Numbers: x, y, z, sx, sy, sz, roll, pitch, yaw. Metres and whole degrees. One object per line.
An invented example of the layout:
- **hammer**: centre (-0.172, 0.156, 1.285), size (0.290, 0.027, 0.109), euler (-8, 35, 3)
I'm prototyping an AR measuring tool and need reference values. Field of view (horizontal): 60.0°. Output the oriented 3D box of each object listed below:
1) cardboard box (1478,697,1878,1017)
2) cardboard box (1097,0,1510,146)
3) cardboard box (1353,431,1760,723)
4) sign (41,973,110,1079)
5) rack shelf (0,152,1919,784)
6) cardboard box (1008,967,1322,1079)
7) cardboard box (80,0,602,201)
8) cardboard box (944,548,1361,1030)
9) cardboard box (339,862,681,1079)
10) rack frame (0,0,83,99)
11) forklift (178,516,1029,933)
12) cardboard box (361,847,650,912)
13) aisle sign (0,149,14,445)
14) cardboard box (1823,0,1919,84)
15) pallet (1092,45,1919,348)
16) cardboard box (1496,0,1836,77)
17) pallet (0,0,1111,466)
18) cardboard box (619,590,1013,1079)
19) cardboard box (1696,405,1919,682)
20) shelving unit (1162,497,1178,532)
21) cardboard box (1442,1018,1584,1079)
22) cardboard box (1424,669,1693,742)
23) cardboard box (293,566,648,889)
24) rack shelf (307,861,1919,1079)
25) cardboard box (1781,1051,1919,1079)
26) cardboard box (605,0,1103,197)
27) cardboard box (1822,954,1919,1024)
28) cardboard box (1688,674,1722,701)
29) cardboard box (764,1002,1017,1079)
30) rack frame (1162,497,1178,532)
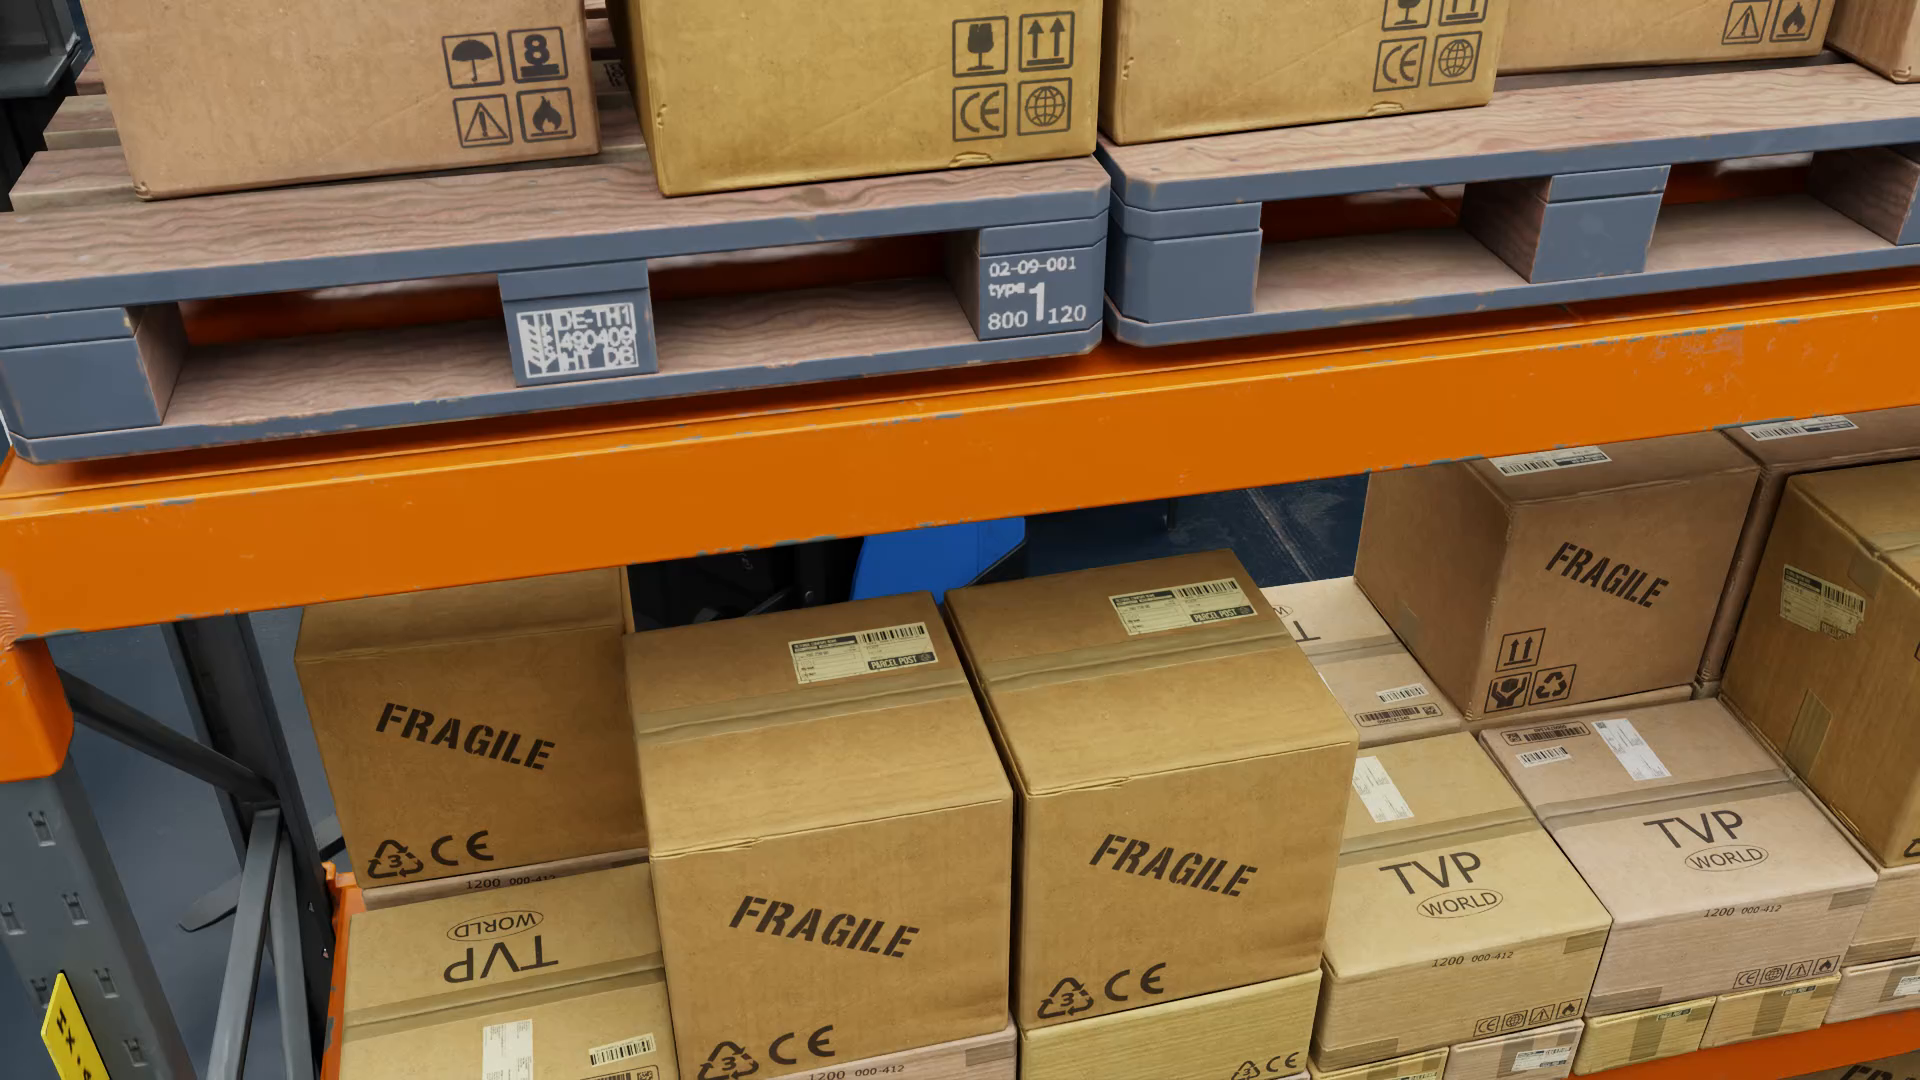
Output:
- **cardboard box**: centre (1.283, 0.570, 3.076), size (0.500, 0.250, 0.500), euler (-7, 34, -10)
- **cardboard box**: centre (0.321, -0.891, 2.138), size (0.500, 0.500, 0.700), euler (-9, 35, -14)
- **cardboard box**: centre (1.146, -0.023, 3.287), size (0.500, 0.500, 0.500), euler (-8, 35, -12)
- **sign**: centre (-1.127, 0.709, 2.154), size (0.005, 0.325, 0.100), euler (-7, 35, -11)
- **rack shelf**: centre (0.707, -0.394, 2.599), size (4.000, 0.370, 1.077), euler (-7, 35, -11)
- **cardboard box**: centre (0.280, 0.698, 2.886), size (0.500, 0.250, 0.500), euler (-8, 35, -12)
- **cardboard box**: centre (-0.748, -0.797, 1.998), size (0.500, 0.500, 0.700), euler (-9, 35, -13)
- **cardboard box**: centre (0.276, 0.385, 2.679), size (0.500, 0.500, 0.500), euler (-8, 35, -12)
- **cardboard box**: centre (-0.716, 0.825, 2.696), size (0.500, 0.250, 0.500), euler (-8, 35, -12)
- **rack frame**: centre (-1.244, -1.692, 1.196), size (0.127, 3.000, 1.000), euler (-7, 35, -11)
- **forklift**: centre (-1.039, -0.499, 4.863), size (1.130, 2.935, 3.031), euler (23, 40, 30)
- **cardboard box**: centre (-0.830, 0.534, 3.131), size (0.500, 0.250, 0.500), euler (-8, 35, -11)
- **aisle sign**: centre (-1.380, -0.435, 2.373), size (0.004, 0.787, 0.394), euler (-7, 35, -11)
- **cardboard box**: centre (1.382, -1.004, 2.305), size (0.500, 0.500, 0.700), euler (-5, 34, -8)
- **pallet**: centre (0.670, -0.659, 2.428), size (1.213, 0.211, 1.003), euler (-7, 35, -11)
- **cardboard box**: centre (0.841, -1.016, 2.325), size (0.500, 0.500, 0.700), euler (-6, 34, -8)
- **pallet**: centre (-0.522, -0.507, 2.201), size (1.213, 0.211, 1.003), euler (-7, 35, -11)
- **cardboard box**: centre (-0.228, 0.452, 2.579), size (0.500, 0.500, 0.500), euler (-8, 35, -12)
- **cardboard box**: centre (1.652, -0.089, 3.386), size (0.500, 0.500, 0.500), euler (-7, 35, -11)
- **shelving unit**: centre (0.334, -0.764, 6.542), size (1.048, 1.500, 0.538), euler (-4, 34, -5)
- **cardboard box**: centre (0.931, 0.816, 3.068), size (0.250, 0.149, 0.380), euler (-7, 34, -10)
- **cardboard box**: centre (1.151, 0.286, 3.499), size (0.500, 0.250, 0.500), euler (-6, 34, -9)
- **cardboard box**: centre (-0.827, 0.223, 2.920), size (0.500, 0.500, 0.500), euler (-7, 34, -10)
- **rack shelf**: centre (0.707, 0.851, 3.435), size (4.000, 0.370, 1.077), euler (-7, 35, -11)
- **cardboard box**: centre (1.996, 1.052, 4.020), size (0.875, 0.875, 0.875), euler (-7, 35, -11)
- **cardboard box**: centre (-0.173, -0.801, 2.004), size (0.500, 0.500, 0.700), euler (-8, 35, -12)
- **cardboard box**: centre (1.680, 0.722, 3.208), size (0.250, 0.149, 0.380), euler (-7, 34, -10)
- **cardboard box**: centre (1.655, 0.219, 3.599), size (0.500, 0.250, 0.500), euler (-7, 35, -11)
- **cardboard box**: centre (-0.210, 0.758, 2.797), size (0.500, 0.250, 0.500), euler (-8, 35, -11)
- **rack frame**: centre (0.839, -0.795, 6.589), size (0.032, 1.500, 0.500), euler (-4, 34, -5)
